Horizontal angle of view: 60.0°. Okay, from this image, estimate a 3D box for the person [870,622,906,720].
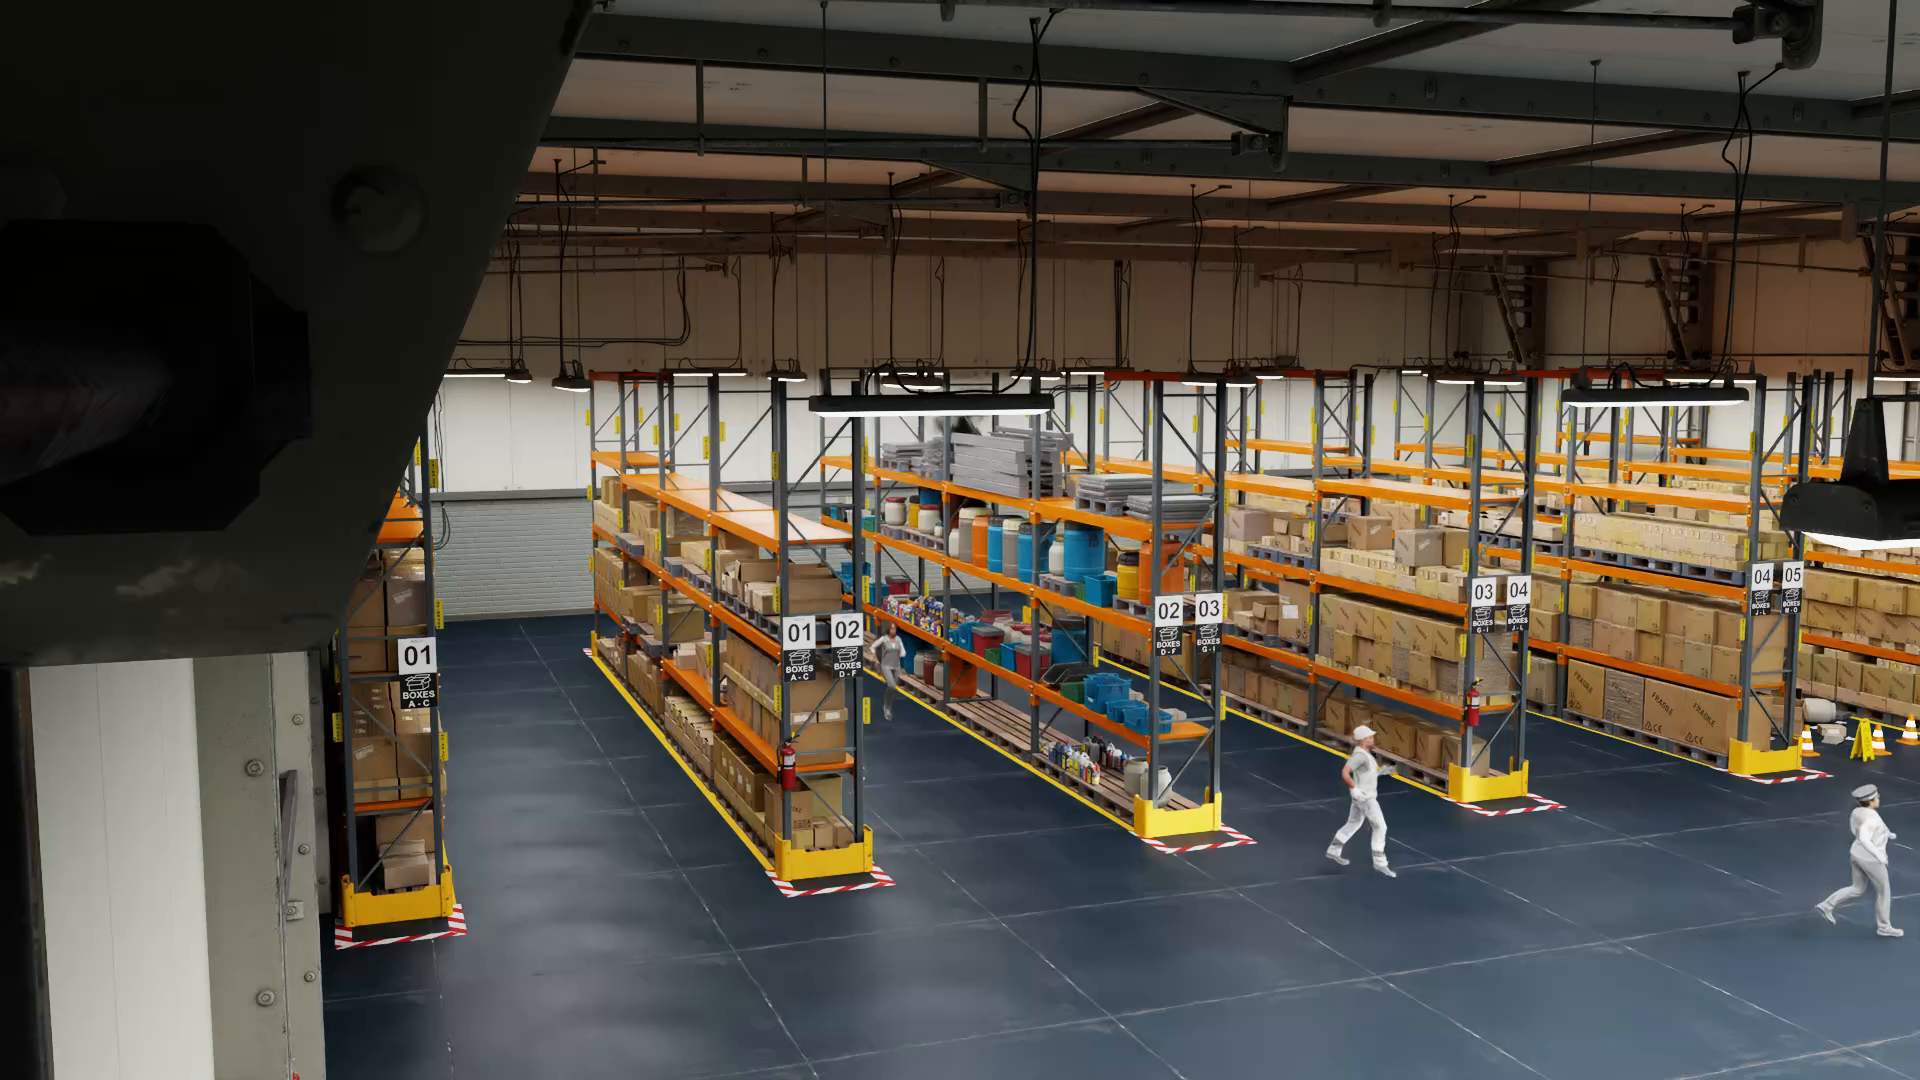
[{"bbox_3d":[-1.145,2.183,27.627,0.519,1.618,0.618,-4,7,-31],"label":"person"}]

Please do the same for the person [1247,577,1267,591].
[{"bbox_3d":[7.300,0.834,41.404,0.970,1.740,0.761,4,7,32],"label":"person"}]

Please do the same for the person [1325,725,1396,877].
[{"bbox_3d":[4.904,3.170,20.280,0.836,1.838,0.652,1,6,8],"label":"person"}]

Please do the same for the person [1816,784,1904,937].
[{"bbox_3d":[9.856,3.473,18.077,0.866,1.670,0.622,0,6,2],"label":"person"}]
